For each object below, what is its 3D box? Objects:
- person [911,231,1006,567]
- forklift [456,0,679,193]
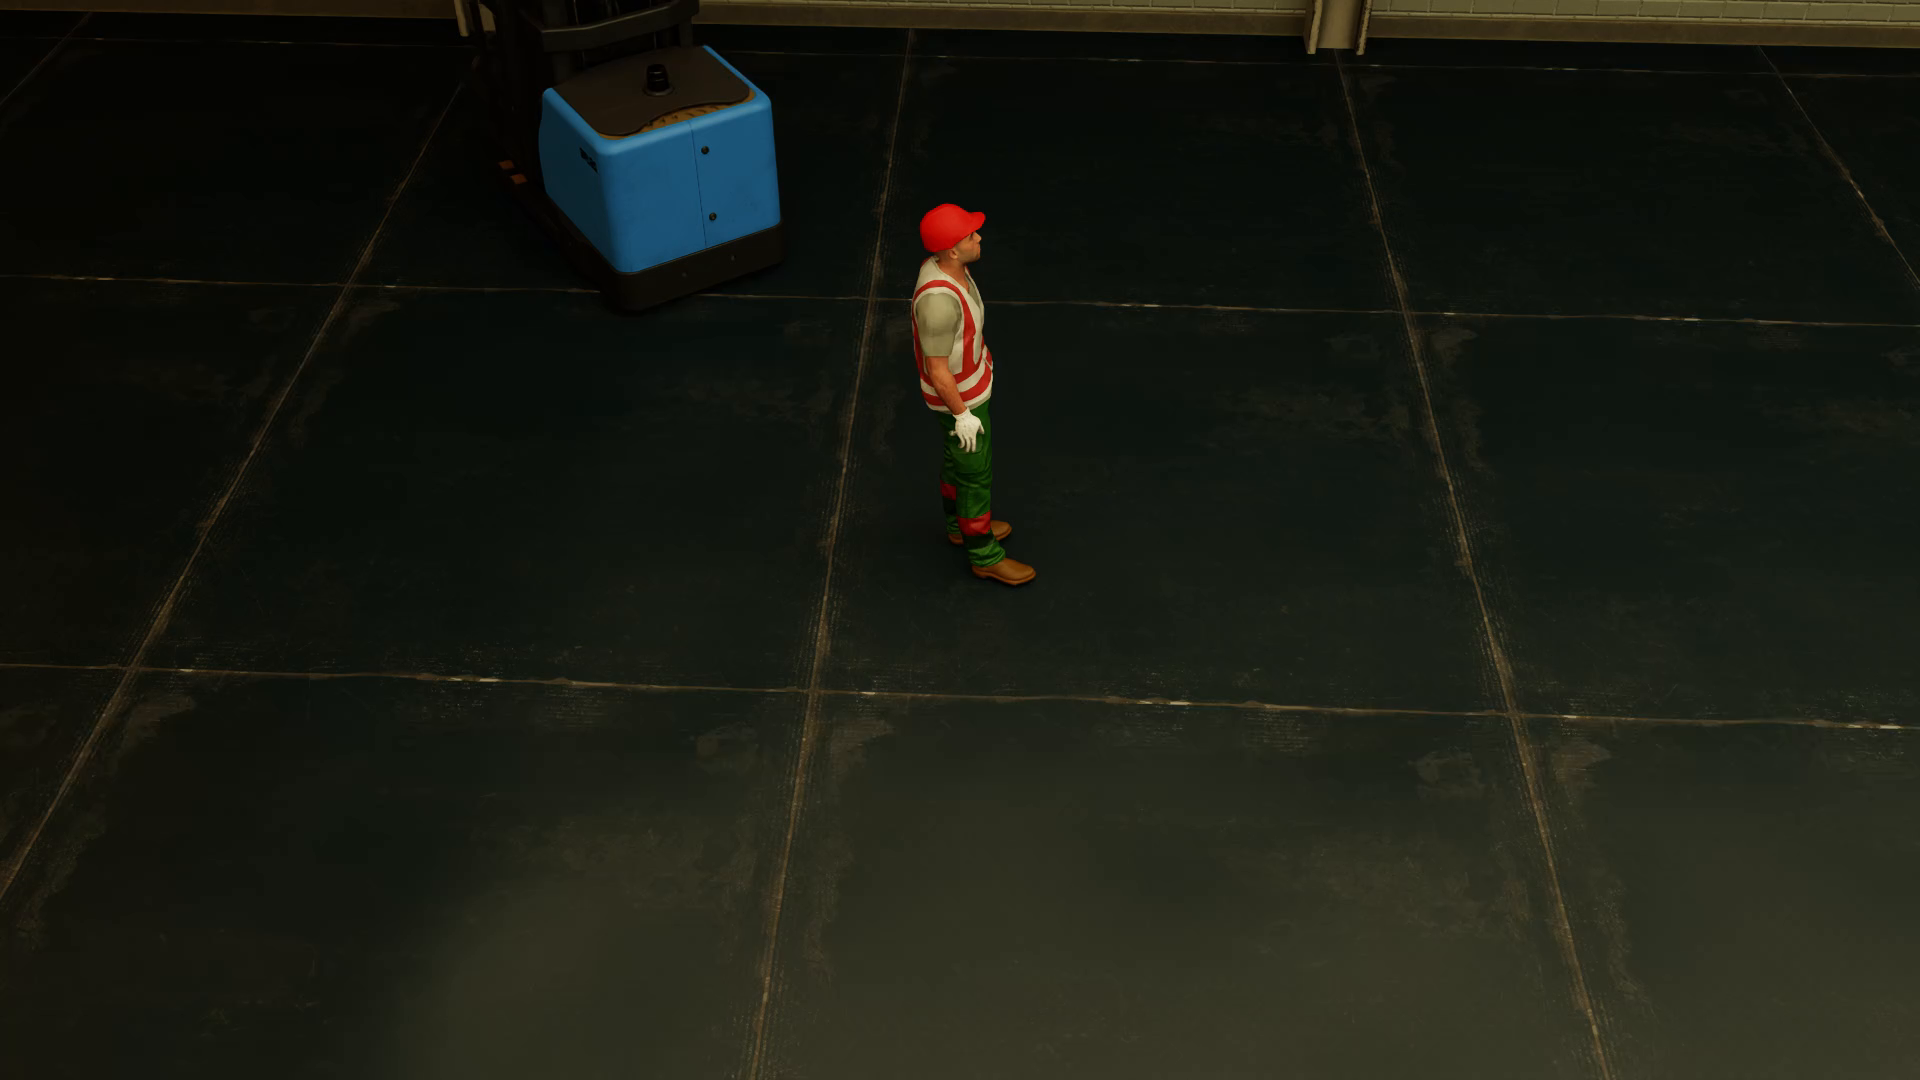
[{"bbox_3d":[0.009,-0.659,7.298,0.424,1.687,0.638,2,42,2],"label":"person"},{"bbox_3d":[-2.224,-3.317,9.376,1.121,2.935,3.031,-24,47,-24],"label":"forklift"}]
